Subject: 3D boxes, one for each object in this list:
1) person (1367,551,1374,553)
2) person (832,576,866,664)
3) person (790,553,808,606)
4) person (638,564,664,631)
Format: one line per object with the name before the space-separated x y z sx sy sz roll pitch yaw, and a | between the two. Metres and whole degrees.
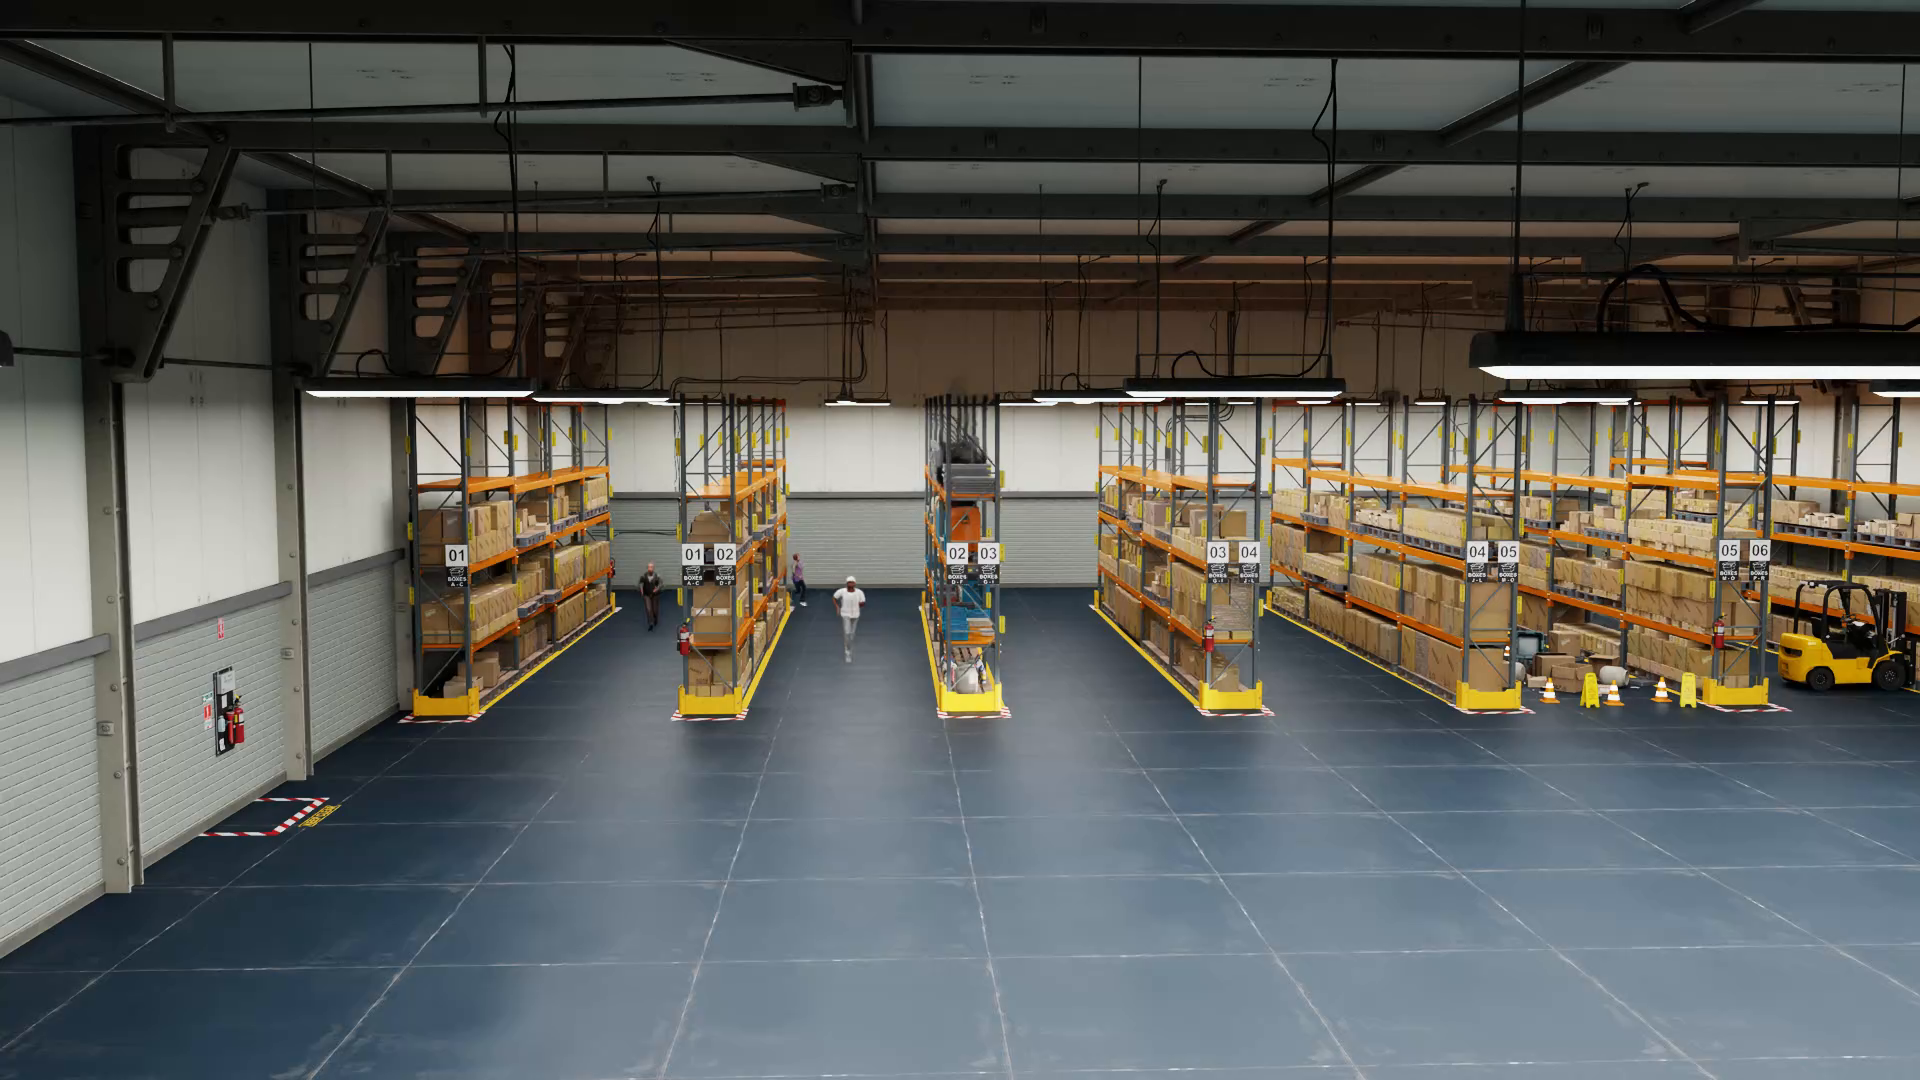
person | 11.334 1.192 45.801 0.660 1.772 0.990 -1 5 -12
person | -2.381 1.716 36.226 0.674 1.879 0.757 -2 5 -20
person | -4.786 1.159 48.273 0.671 1.570 0.584 1 5 13
person | -8.024 1.464 43.157 0.668 1.716 0.730 -1 5 -9
